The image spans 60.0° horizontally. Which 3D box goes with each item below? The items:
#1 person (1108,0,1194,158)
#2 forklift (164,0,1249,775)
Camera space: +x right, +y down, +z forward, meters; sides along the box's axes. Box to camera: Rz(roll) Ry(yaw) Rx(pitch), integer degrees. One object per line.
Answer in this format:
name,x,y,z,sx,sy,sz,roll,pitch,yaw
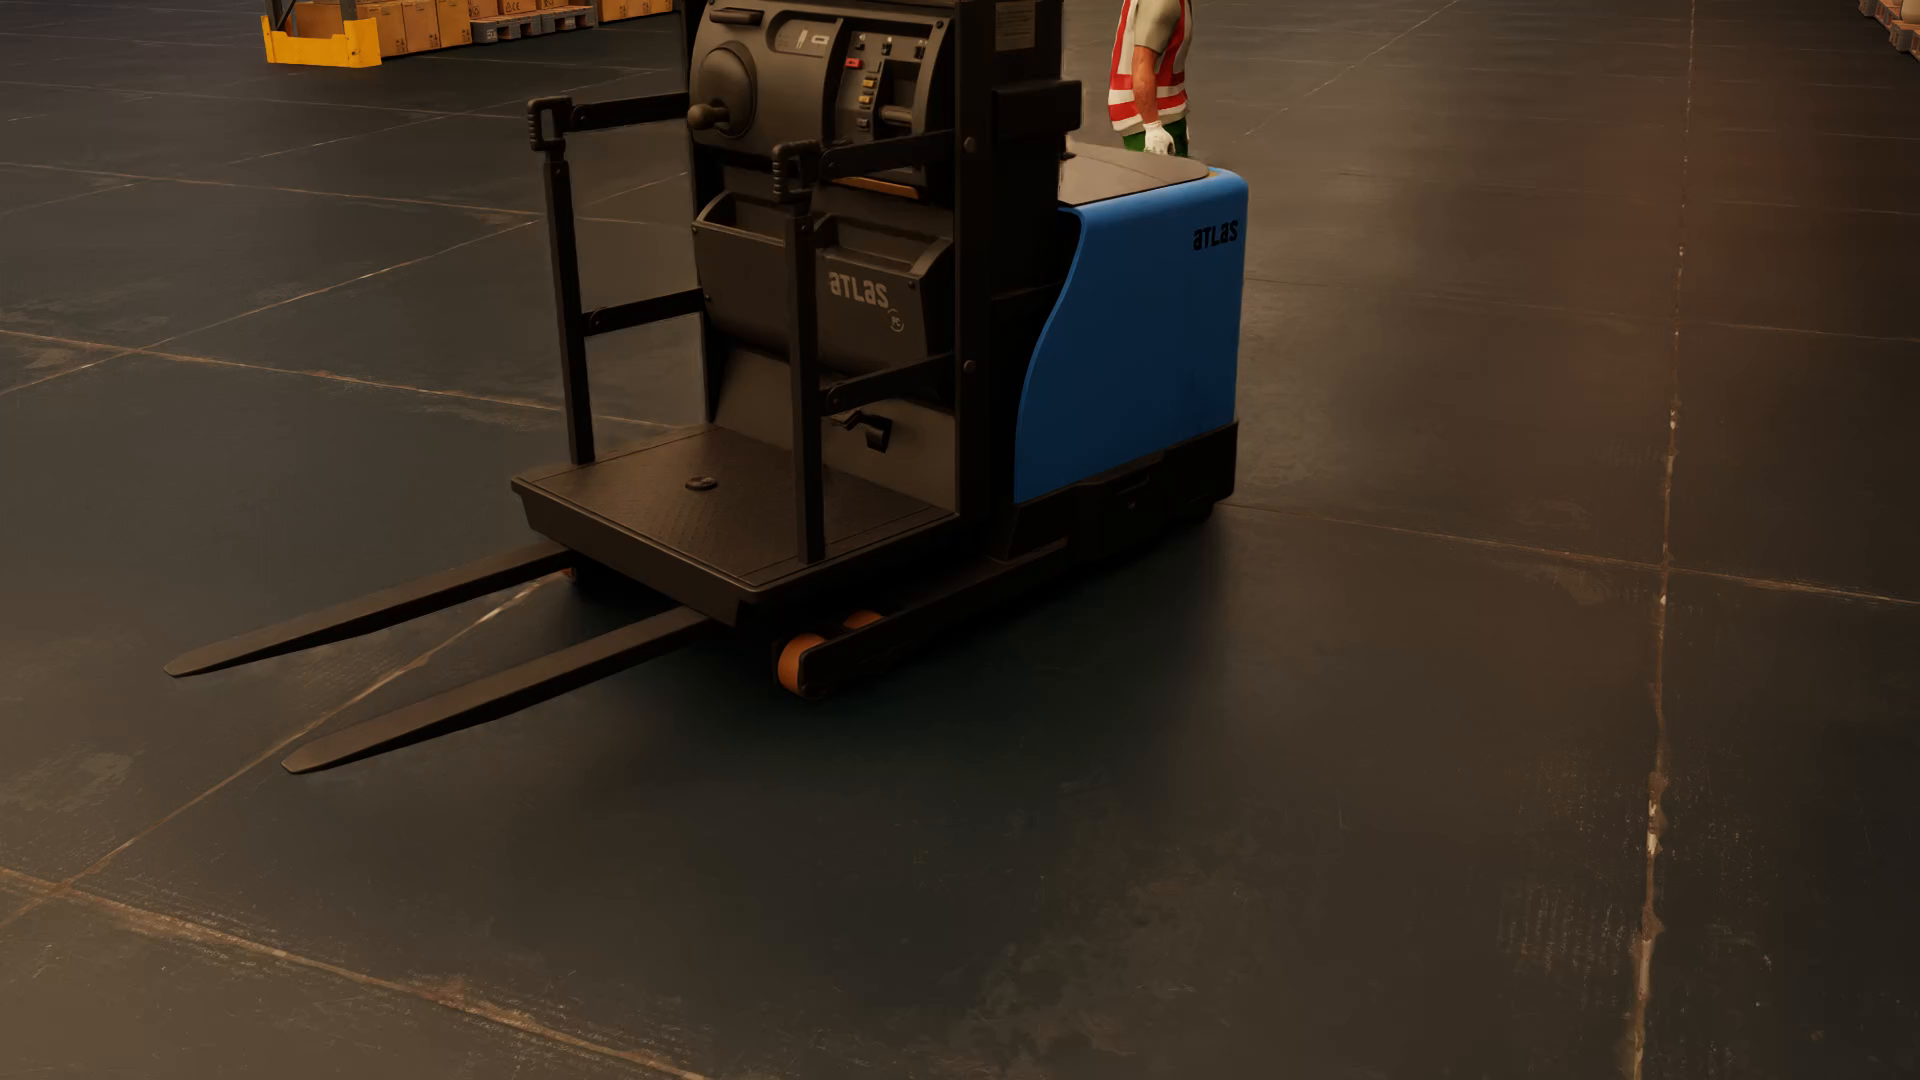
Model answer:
person,0.842,-1.706,6.874,0.451,1.777,0.610,6,23,14
forklift,-0.524,-1.177,4.108,1.130,2.935,3.031,21,31,41
